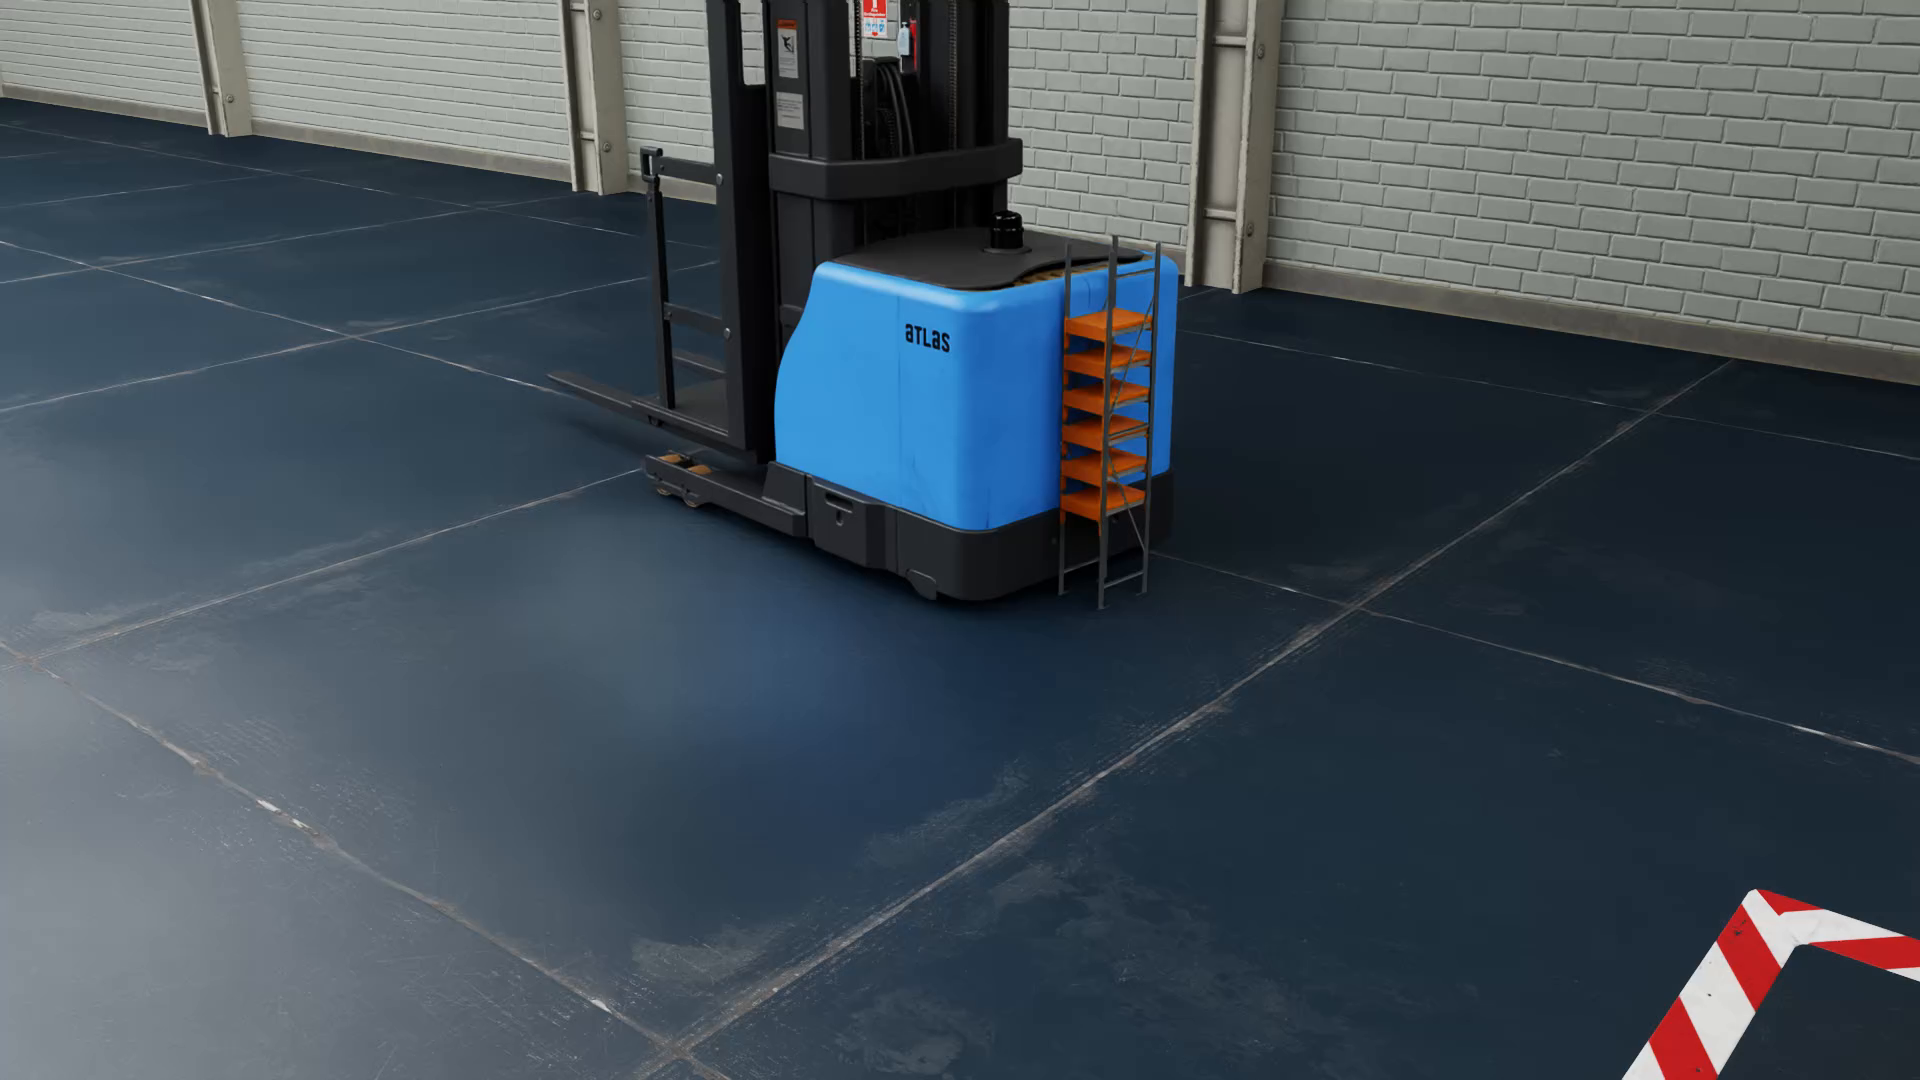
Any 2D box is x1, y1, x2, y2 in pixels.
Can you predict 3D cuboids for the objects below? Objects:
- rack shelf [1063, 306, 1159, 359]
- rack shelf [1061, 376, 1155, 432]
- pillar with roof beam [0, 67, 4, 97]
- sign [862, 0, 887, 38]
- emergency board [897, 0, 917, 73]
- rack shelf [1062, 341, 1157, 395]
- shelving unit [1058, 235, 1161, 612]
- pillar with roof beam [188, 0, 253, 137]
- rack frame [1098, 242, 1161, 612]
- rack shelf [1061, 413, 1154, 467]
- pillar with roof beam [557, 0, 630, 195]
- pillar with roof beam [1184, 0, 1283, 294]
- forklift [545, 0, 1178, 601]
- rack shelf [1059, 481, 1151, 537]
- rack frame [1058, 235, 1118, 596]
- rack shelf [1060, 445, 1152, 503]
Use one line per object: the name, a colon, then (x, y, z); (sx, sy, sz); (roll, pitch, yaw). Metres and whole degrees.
rack shelf: (0.485, -0.671, 5.354); (0.258, 0.103, 0.180); (-18, 27, -40)
rack shelf: (0.485, -0.447, 5.438); (0.258, 0.103, 0.180); (-18, 27, -40)
pillar with roof beam: (-15.019, -8.637, 16.318); (0.400, 9.000, 9.100); (16, 26, 36)
sign: (-0.606, -3.721, 11.733); (0.234, 0.329, 0.001); (16, 26, 36)
emergency board: (-0.243, -3.552, 11.337); (0.643, 1.169, 0.194); (16, 26, 36)
rack shelf: (0.485, -0.559, 5.396); (0.258, 0.103, 0.180); (-18, 27, -40)
shelving unit: (0.485, -0.376, 5.465); (0.258, 1.200, 0.189); (-18, 27, -40)
pillar with roof beam: (-10.371, -7.298, 12.768); (0.400, 9.000, 9.100); (16, 26, 36)
rack frame: (0.548, -0.352, 5.402); (0.240, 1.200, 0.006); (-18, 27, -40)
rack shelf: (0.485, -0.334, 5.481); (0.258, 0.103, 0.180); (-18, 27, -40)
pillar with roof beam: (-5.723, -5.960, 9.218); (0.400, 9.000, 9.100); (16, 26, 36)
pillar with roof beam: (-1.074, -4.621, 5.669); (0.400, 9.000, 9.100); (16, 26, 36)
forklift: (-0.604, -1.606, 6.272); (1.130, 2.935, 3.031); (-18, 27, -40)
rack shelf: (0.485, -0.110, 5.565); (0.258, 0.103, 0.180); (-18, 27, -40)
rack frame: (0.423, -0.400, 5.528); (0.240, 1.200, 0.006); (-18, 27, -40)
rack shelf: (0.485, -0.222, 5.523); (0.258, 0.103, 0.180); (-18, 27, -40)
